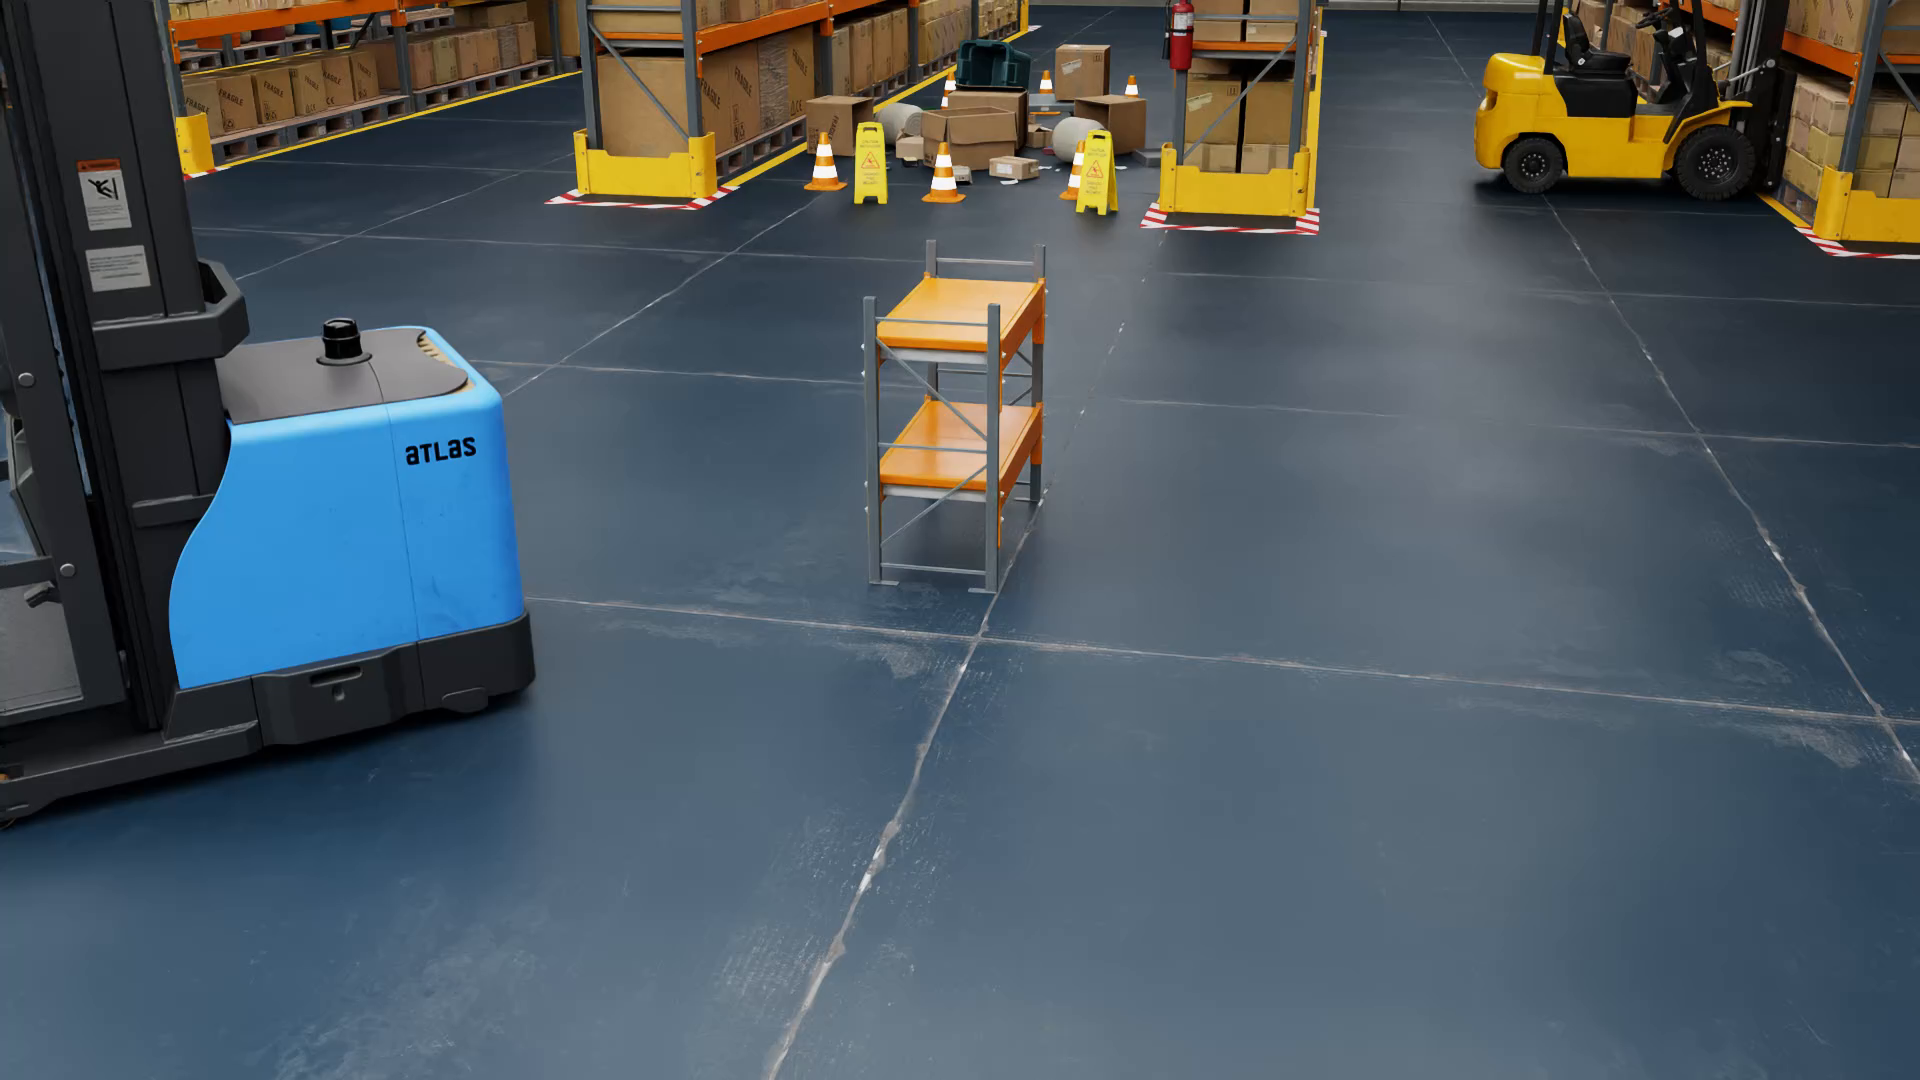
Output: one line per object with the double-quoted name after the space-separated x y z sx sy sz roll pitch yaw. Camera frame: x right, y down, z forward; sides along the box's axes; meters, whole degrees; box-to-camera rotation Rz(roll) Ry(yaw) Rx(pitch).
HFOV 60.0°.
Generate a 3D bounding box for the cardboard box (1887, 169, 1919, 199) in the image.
7.349 -2.748 12.780 0.500 0.250 0.500 5 22 11 "cardboard box"

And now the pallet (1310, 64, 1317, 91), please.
4.064 -5.956 21.359 1.003 0.211 1.213 4 22 11 "pallet"

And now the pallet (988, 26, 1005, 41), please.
0.128 -8.172 26.862 1.003 0.211 1.213 4 22 11 "pallet"

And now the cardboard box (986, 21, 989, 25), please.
0.246 -8.141 26.306 0.380 0.149 0.250 4 22 9 "cardboard box"

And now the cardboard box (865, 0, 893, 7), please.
-1.154 -6.960 21.900 0.500 0.250 0.500 4 22 10 "cardboard box"

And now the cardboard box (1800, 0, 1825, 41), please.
7.120 -4.287 13.348 0.500 0.500 0.500 4 22 10 "cardboard box"

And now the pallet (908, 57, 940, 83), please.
-0.876 -6.299 22.212 1.003 0.211 1.213 4 22 11 "pallet"

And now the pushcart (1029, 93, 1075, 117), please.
0.771 -4.443 17.380 1.648 0.377 0.936 -3 22 -8 "pushcart"

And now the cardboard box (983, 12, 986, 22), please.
0.202 -8.178 26.000 0.380 0.149 0.250 3 22 8 "cardboard box"

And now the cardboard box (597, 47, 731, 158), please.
-2.596 -3.843 14.663 0.875 0.875 0.875 5 22 11 "cardboard box"

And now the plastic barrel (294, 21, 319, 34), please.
-10.177 -8.327 25.761 0.600 0.901 0.708 4 22 11 "plastic barrel"

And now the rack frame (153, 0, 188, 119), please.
-7.504 -4.796 14.747 1.000 3.000 0.127 4 22 11 "rack frame"

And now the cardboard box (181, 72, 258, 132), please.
-7.272 -4.280 16.249 0.500 0.500 0.500 11 24 25 "cardboard box"

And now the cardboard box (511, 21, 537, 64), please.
-5.989 -6.520 21.784 0.700 0.500 0.500 3 22 8 "cardboard box"

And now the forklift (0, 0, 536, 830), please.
-2.951 -0.712 4.699 3.031 2.935 1.130 -12 25 -27 "forklift"

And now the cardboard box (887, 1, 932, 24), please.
-0.659 -6.924 21.810 0.500 0.250 0.500 3 22 8 "cardboard box"

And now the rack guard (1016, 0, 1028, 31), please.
0.580 -9.045 28.644 1.175 0.500 0.348 4 22 11 "rack guard"

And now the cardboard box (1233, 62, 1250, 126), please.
2.318 -3.996 14.875 0.500 0.500 0.500 4 22 10 "cardboard box"

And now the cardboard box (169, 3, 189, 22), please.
-7.213 -4.766 15.008 0.380 0.149 0.250 4 22 11 "cardboard box"

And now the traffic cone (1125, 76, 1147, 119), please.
1.896 -4.887 18.369 0.336 0.463 0.334 4 22 11 "traffic cone"

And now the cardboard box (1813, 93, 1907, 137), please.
6.846 -3.239 12.661 0.500 0.250 0.500 5 23 13 "cardboard box"

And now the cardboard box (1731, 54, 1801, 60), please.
7.467 -4.357 15.436 0.500 0.250 0.500 4 22 10 "cardboard box"

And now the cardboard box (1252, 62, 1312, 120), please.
2.849 -3.965 14.798 0.500 0.500 0.500 5 22 12 "cardboard box"

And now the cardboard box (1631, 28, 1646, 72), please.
8.782 -6.170 20.941 0.500 0.500 0.500 5 23 13 "cardboard box"

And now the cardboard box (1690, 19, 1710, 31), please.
9.154 -6.285 20.359 0.380 0.149 0.250 5 22 12 "cardboard box"

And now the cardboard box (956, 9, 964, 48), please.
-0.230 -7.328 23.817 0.500 0.500 0.500 4 22 10 "cardboard box"

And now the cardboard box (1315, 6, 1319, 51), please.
4.421 -7.075 22.687 0.875 0.875 0.875 5 22 12 "cardboard box"

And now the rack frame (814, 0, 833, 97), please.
-1.853 -5.844 17.349 1.000 3.000 0.127 4 22 11 "rack frame"

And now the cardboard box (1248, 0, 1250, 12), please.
2.250 -4.810 14.250 0.500 0.500 0.500 4 22 11 "cardboard box"

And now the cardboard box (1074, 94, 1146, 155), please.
1.463 -4.057 16.255 0.500 0.500 0.500 -16 27 -35 "cardboard box"

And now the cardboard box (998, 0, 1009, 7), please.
0.584 -8.784 27.106 0.380 0.149 0.250 5 23 13 "cardboard box"

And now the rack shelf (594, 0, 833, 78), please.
-2.261 -4.779 15.667 1.077 0.370 4.000 4 22 11 "rack shelf"

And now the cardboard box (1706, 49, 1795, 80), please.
8.135 -4.695 17.112 0.875 0.625 0.625 4 22 10 "cardboard box"

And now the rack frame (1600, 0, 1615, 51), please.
9.506 -8.052 22.832 1.000 3.000 0.127 4 22 11 "rack frame"

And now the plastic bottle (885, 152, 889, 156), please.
-0.827 -3.714 15.994 0.283 0.061 0.133 -3 22 -8 "plastic bottle"

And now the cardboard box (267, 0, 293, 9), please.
-6.812 -5.307 16.352 0.380 0.149 0.250 4 22 11 "cardboard box"

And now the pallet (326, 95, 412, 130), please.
-6.791 -4.717 18.284 1.003 0.211 1.213 4 22 11 "pallet"

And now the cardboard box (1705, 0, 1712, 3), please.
7.948 -5.625 17.005 0.500 0.250 0.500 5 22 11 "cardboard box"

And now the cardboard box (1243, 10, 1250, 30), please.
2.293 -4.450 14.224 0.380 0.149 0.250 5 22 12 "cardboard box"

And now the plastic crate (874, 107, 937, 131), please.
-0.606 -4.403 17.458 0.450 0.188 0.662 7 21 42 "plastic crate"

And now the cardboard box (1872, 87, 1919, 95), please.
7.439 -3.391 13.039 0.500 0.250 0.500 4 22 11 "cardboard box"

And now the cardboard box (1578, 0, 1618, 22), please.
9.892 -8.024 25.547 0.700 0.500 0.500 5 23 13 "cardboard box"

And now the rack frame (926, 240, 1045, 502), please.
0.105 -0.710 7.111 0.500 1.125 0.032 4 22 11 "rack frame"

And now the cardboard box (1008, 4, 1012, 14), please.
0.663 -8.838 27.639 0.380 0.149 0.250 4 22 9 "cardboard box"

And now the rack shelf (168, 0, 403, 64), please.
-7.096 -5.194 16.698 1.077 0.370 4.000 4 22 11 "rack shelf"

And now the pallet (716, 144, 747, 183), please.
-2.583 -3.386 14.978 1.003 0.211 1.213 4 22 11 "pallet"

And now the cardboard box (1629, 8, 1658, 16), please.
9.107 -6.974 22.071 0.380 0.149 0.250 4 22 10 "cardboard box"

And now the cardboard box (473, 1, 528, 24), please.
-5.979 -6.867 21.642 0.500 0.250 0.500 5 23 13 "cardboard box"

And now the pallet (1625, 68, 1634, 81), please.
9.130 -6.011 21.496 1.003 0.211 1.213 4 22 11 "pallet"

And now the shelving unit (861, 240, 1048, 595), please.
0.001 -0.524 6.650 0.538 1.125 1.048 4 22 11 "shelving unit"

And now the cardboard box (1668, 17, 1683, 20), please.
8.763 -6.414 20.679 0.380 0.149 0.250 5 22 12 "cardboard box"

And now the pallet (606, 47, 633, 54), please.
-5.386 -7.156 24.339 1.003 0.211 1.213 4 22 11 "pallet"

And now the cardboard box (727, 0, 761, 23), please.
-2.310 -4.988 15.022 0.875 0.550 0.550 4 22 11 "cardboard box"
